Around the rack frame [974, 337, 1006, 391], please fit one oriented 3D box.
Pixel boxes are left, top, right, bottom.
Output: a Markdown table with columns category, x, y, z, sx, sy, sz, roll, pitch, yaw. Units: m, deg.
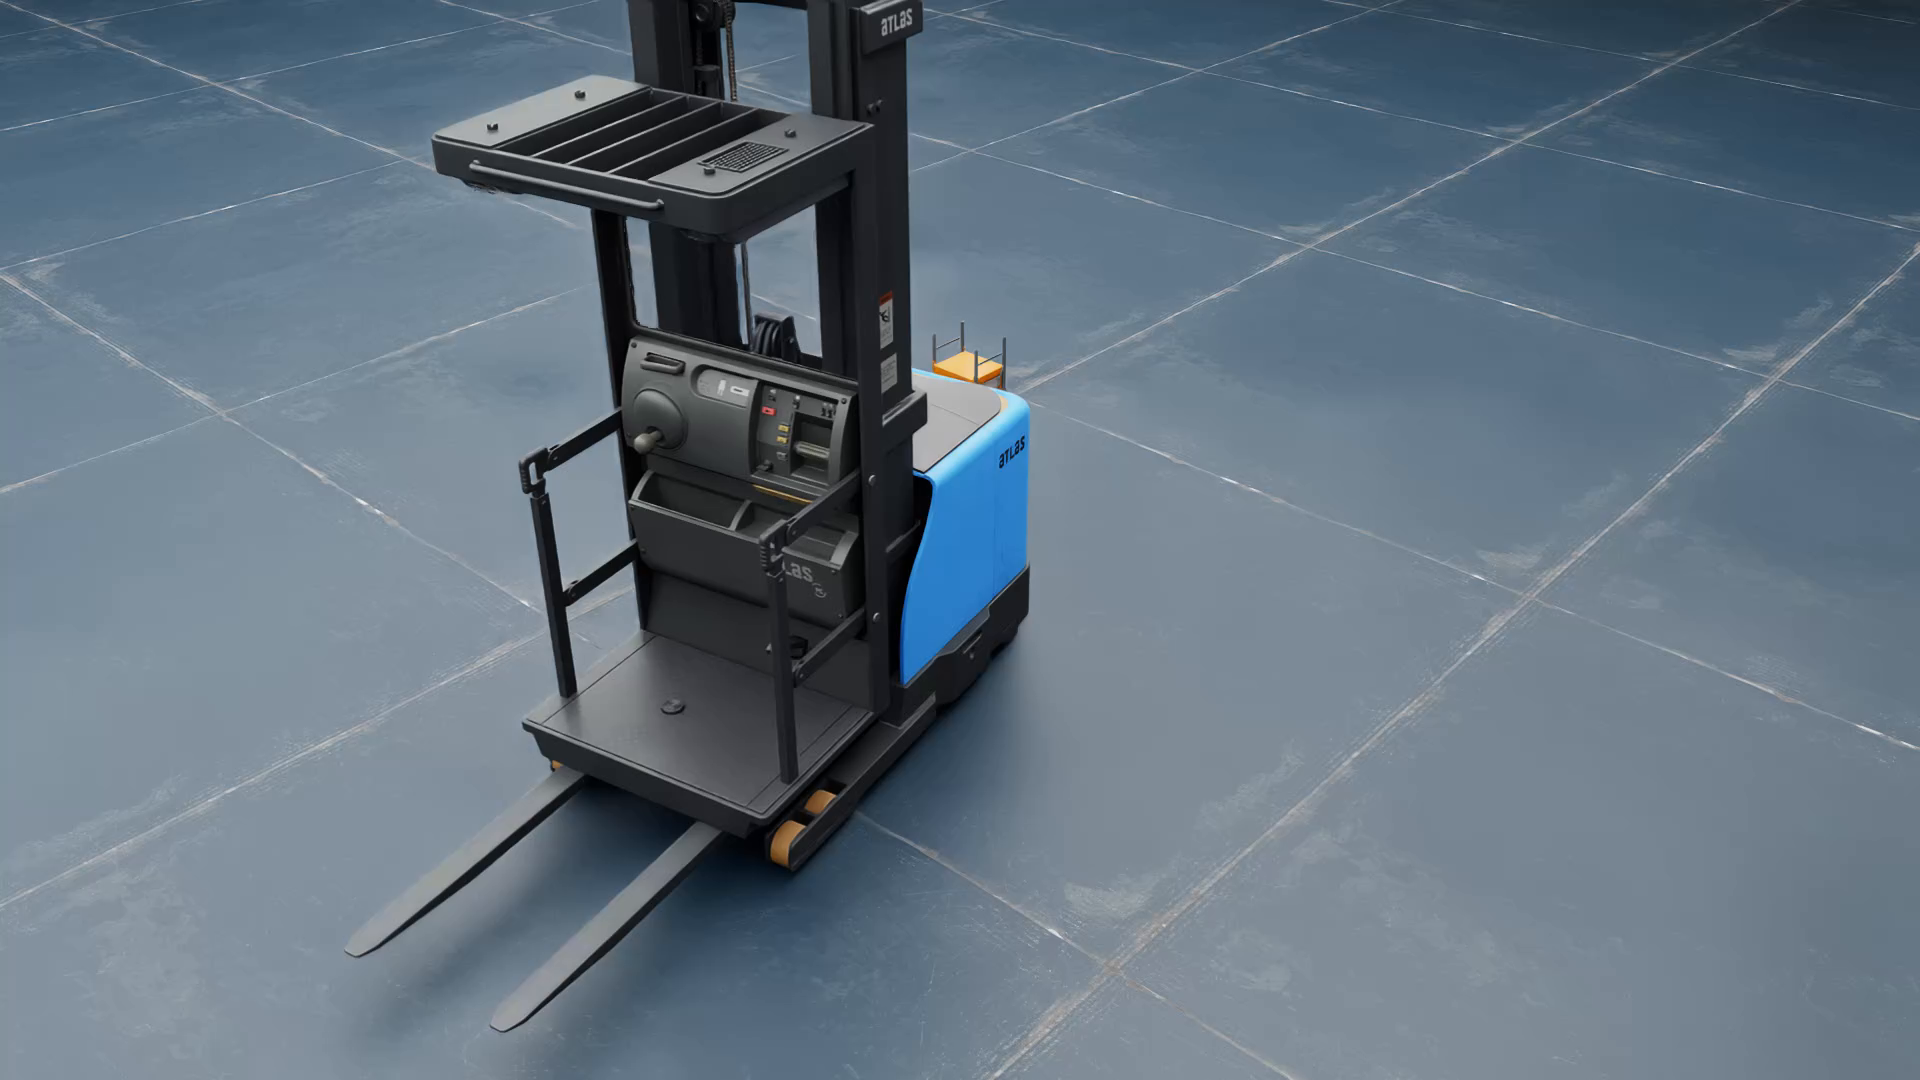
| category | x | y | z | sx | sy | sz | roll | pitch | yaw |
| --- | --- | --- | --- | --- | --- | --- | --- | --- | --- |
| rack frame | 0.130 | -0.389 | 7.378 | 0.008 | 1.050 | 0.200 | 25 | 39 | 35 |

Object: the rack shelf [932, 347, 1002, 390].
| category | x | y | z | sx | sy | sz | roll | pitch | yaw |
| --- | --- | --- | --- | --- | --- | --- | --- | --- | --- |
| rack shelf | 0.040 | -0.665 | 7.308 | 0.240 | 0.259 | 0.215 | 25 | 39 | 35 |

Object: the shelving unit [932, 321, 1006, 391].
| category | x | y | z | sx | sy | sz | roll | pitch | yaw |
| --- | --- | --- | --- | --- | --- | --- | --- | --- | --- |
| shelving unit | 0.040 | -0.431 | 7.448 | 0.252 | 1.050 | 0.215 | 25 | 39 | 35 |

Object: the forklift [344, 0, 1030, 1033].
| category | x | y | z | sx | sy | sz | roll | pitch | yaw |
| --- | --- | --- | --- | --- | --- | --- | --- | --- | --- |
| forklift | -0.879 | -0.374 | 5.529 | 1.130 | 2.935 | 3.031 | 17 | 35 | 25 |

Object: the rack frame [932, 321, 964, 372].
| category | x | y | z | sx | sy | sz | roll | pitch | yaw |
| --- | --- | --- | --- | --- | --- | --- | --- | --- | --- |
| rack frame | -0.051 | -0.473 | 7.519 | 0.008 | 1.050 | 0.200 | 25 | 39 | 35 |
